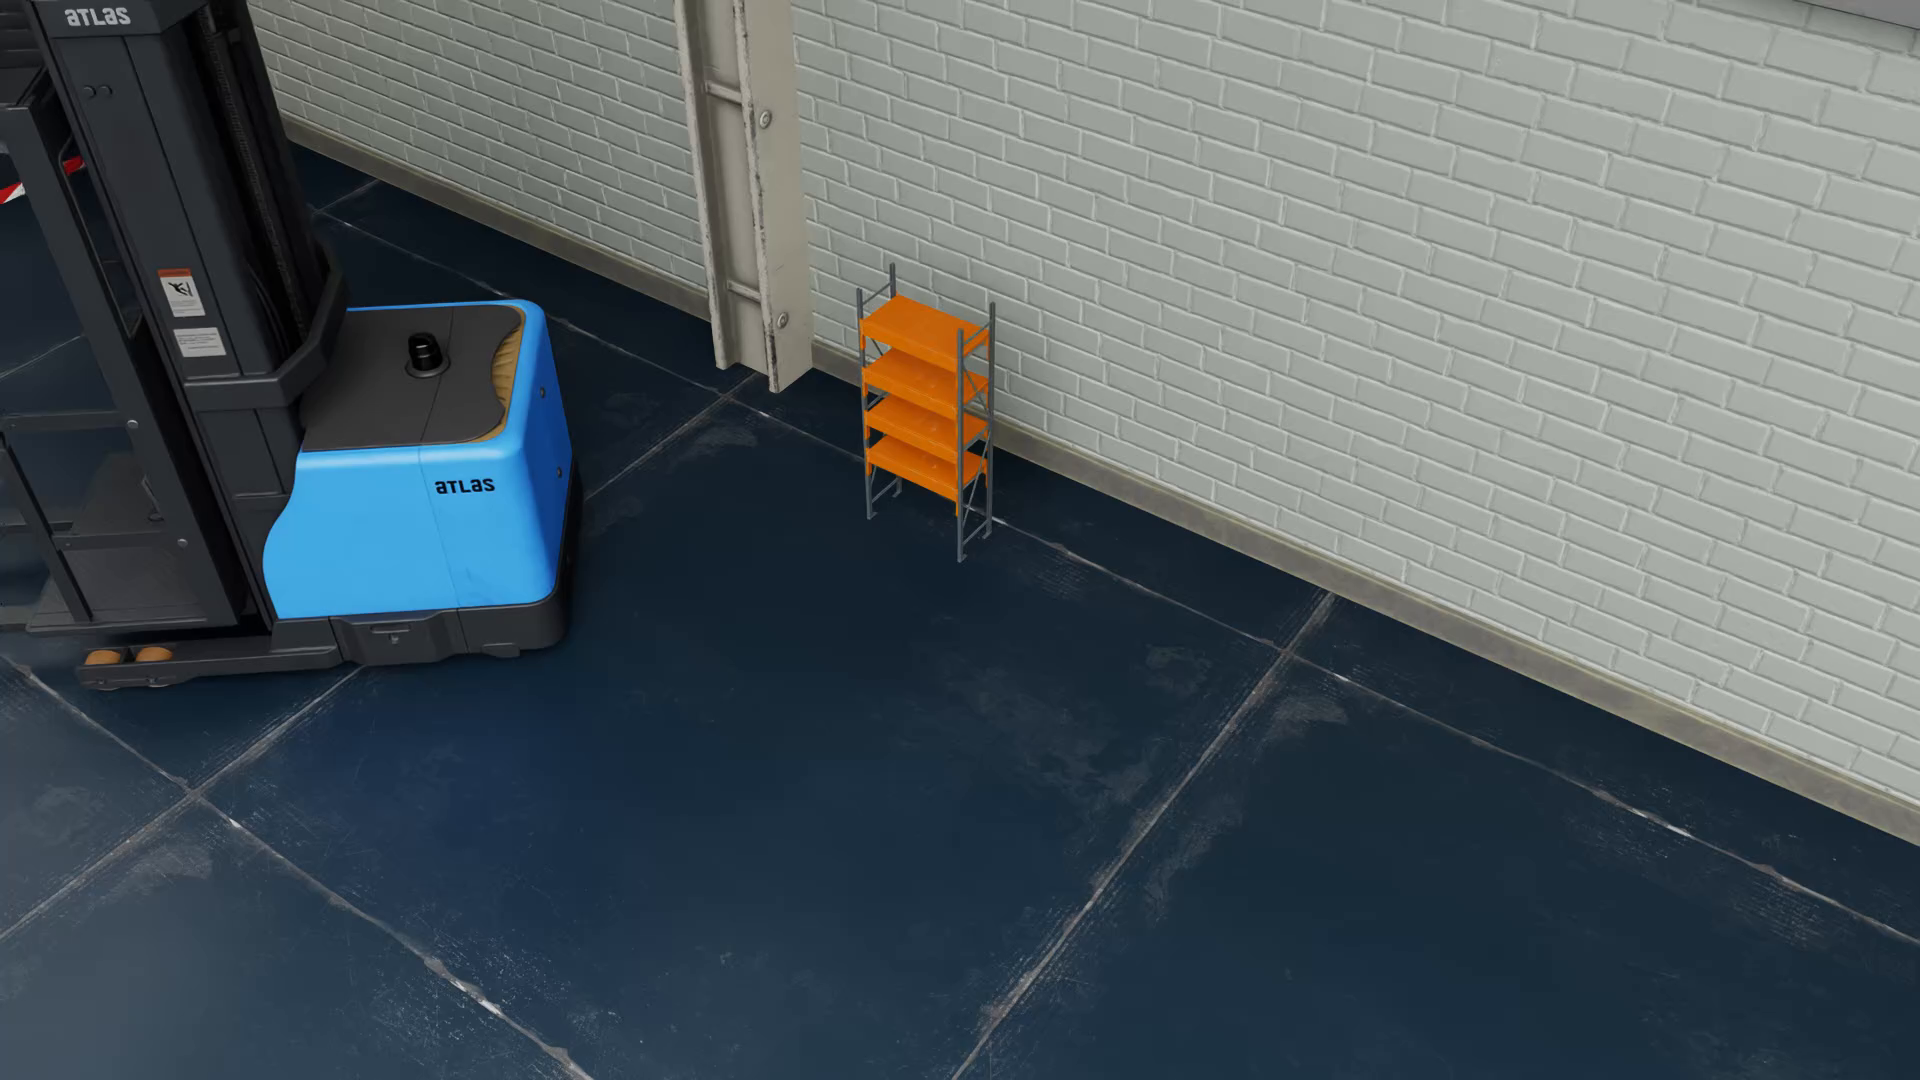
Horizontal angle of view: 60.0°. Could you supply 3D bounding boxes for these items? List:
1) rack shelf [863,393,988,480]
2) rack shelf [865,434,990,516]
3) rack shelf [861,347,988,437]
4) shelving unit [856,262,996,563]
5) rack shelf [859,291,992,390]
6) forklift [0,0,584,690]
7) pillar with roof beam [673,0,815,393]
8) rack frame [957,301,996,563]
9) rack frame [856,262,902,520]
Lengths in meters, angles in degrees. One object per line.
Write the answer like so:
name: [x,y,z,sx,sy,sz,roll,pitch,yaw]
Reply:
rack shelf: [-0.136,-0.460,6.966,0.480,0.148,0.258,25,48,25]
rack shelf: [-0.136,-0.312,7.098,0.480,0.148,0.258,25,48,25]
rack shelf: [-0.136,-0.627,6.816,0.480,0.148,0.258,25,48,25]
shelving unit: [-0.136,-0.511,6.921,0.503,1.200,0.258,25,48,25]
rack shelf: [-0.136,-0.803,6.659,0.480,0.148,0.258,25,48,25]
forklift: [-3.137,-0.867,6.021,3.031,2.935,1.130,-3,42,-4]
pillar with roof beam: [-3.429,-1.870,2.591,0.400,9.000,9.100,25,48,25]
rack frame: [0.064,-0.417,6.816,0.015,1.200,0.240,25,48,25]
rack frame: [-0.335,-0.604,7.025,0.015,1.200,0.240,25,48,25]
